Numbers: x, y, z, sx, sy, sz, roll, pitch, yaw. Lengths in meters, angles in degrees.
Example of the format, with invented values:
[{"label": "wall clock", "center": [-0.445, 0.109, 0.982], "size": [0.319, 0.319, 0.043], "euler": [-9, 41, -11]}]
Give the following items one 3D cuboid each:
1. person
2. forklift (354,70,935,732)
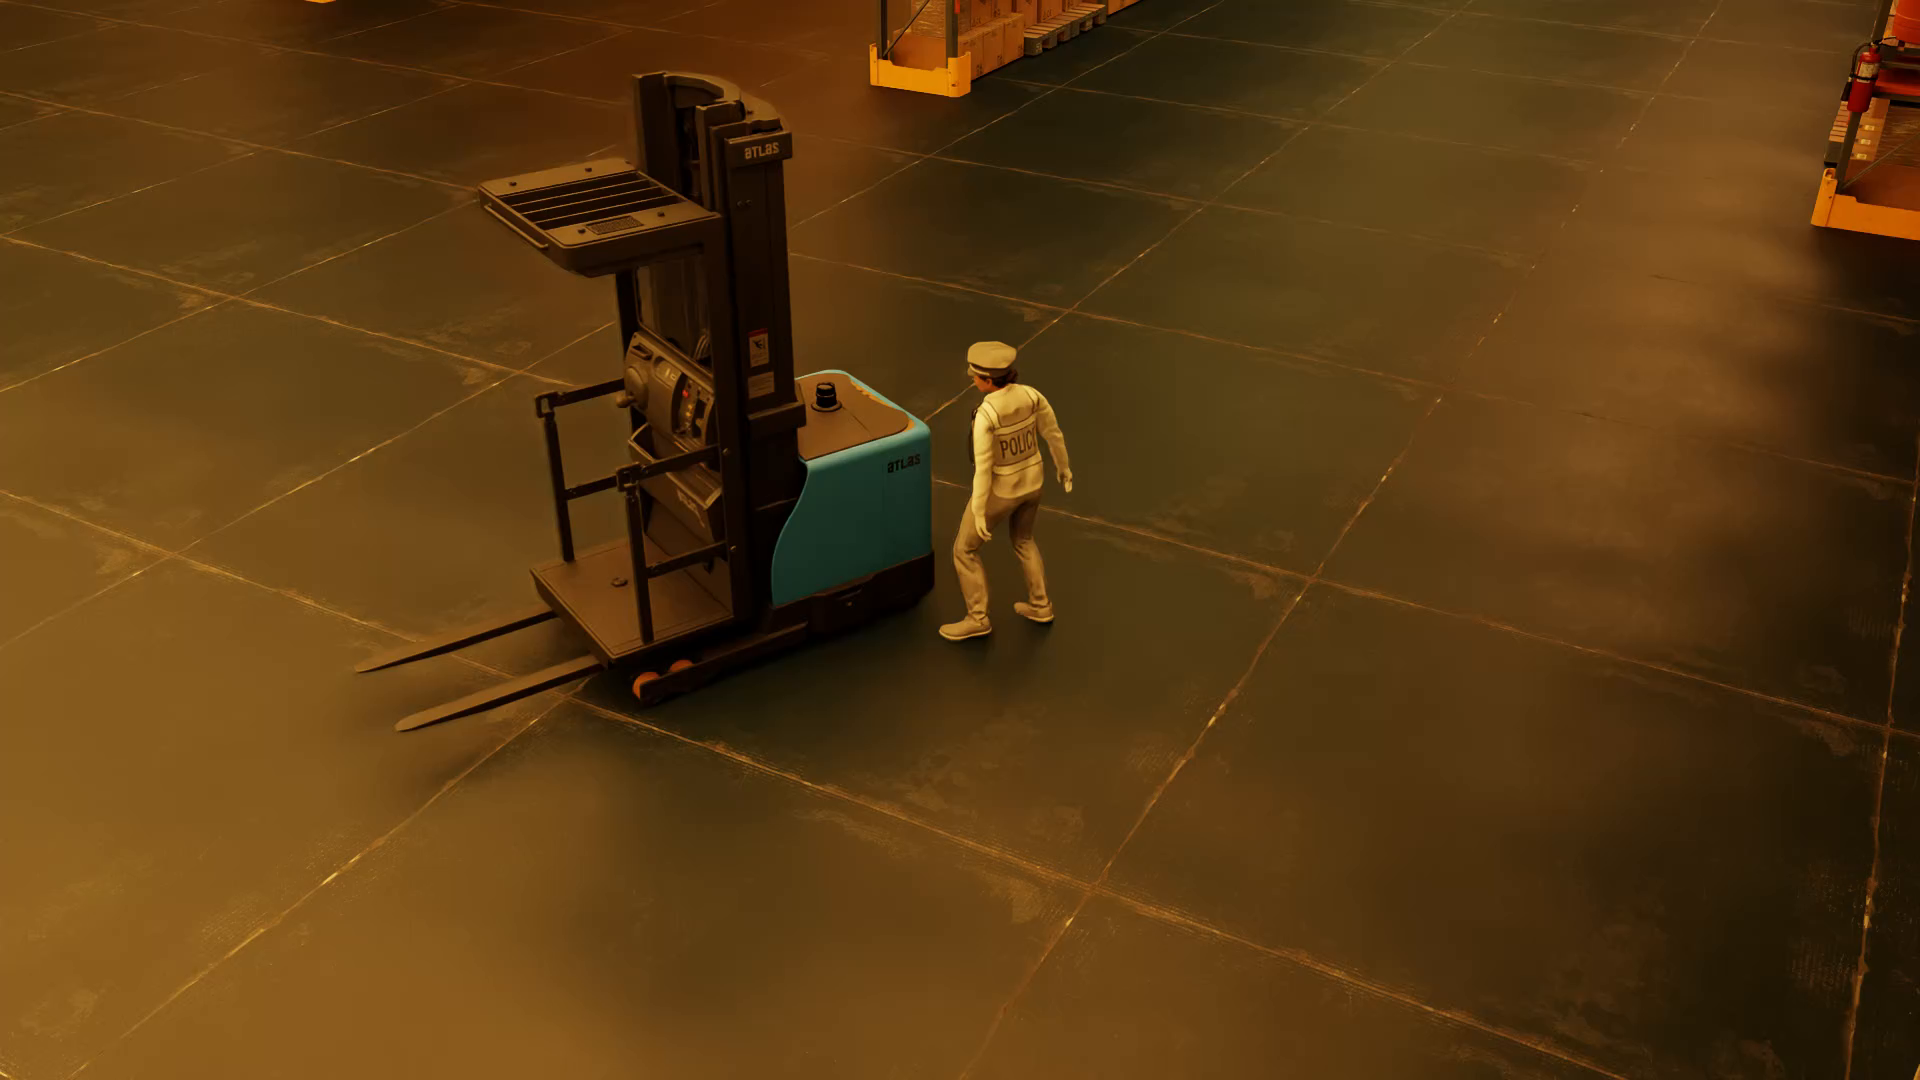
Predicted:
[{"label": "person", "center": [0.257, -0.253, 8.855], "size": [0.808, 1.639, 0.417], "euler": [-22, 37, -33]}, {"label": "forklift", "center": [-1.644, -0.726, 8.329], "size": [3.031, 2.935, 1.130], "euler": [-19, 35, -30]}]
